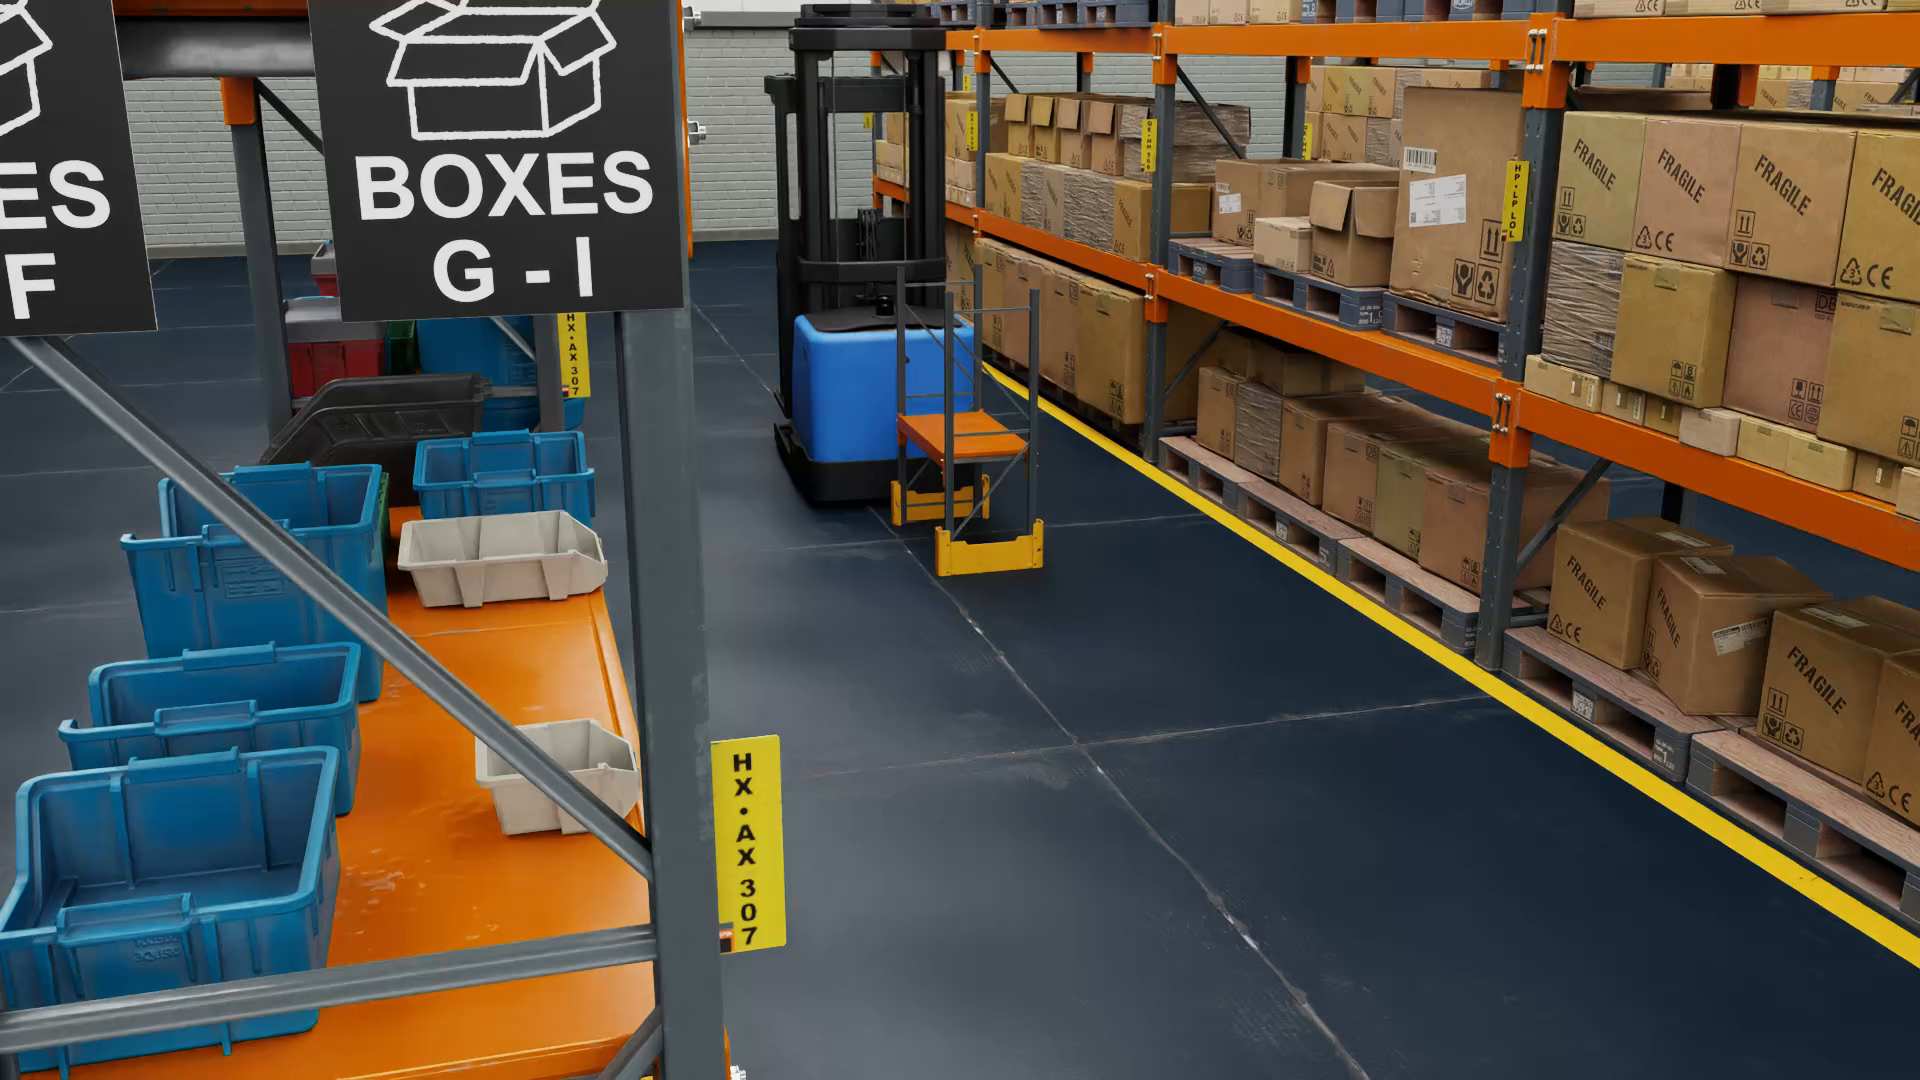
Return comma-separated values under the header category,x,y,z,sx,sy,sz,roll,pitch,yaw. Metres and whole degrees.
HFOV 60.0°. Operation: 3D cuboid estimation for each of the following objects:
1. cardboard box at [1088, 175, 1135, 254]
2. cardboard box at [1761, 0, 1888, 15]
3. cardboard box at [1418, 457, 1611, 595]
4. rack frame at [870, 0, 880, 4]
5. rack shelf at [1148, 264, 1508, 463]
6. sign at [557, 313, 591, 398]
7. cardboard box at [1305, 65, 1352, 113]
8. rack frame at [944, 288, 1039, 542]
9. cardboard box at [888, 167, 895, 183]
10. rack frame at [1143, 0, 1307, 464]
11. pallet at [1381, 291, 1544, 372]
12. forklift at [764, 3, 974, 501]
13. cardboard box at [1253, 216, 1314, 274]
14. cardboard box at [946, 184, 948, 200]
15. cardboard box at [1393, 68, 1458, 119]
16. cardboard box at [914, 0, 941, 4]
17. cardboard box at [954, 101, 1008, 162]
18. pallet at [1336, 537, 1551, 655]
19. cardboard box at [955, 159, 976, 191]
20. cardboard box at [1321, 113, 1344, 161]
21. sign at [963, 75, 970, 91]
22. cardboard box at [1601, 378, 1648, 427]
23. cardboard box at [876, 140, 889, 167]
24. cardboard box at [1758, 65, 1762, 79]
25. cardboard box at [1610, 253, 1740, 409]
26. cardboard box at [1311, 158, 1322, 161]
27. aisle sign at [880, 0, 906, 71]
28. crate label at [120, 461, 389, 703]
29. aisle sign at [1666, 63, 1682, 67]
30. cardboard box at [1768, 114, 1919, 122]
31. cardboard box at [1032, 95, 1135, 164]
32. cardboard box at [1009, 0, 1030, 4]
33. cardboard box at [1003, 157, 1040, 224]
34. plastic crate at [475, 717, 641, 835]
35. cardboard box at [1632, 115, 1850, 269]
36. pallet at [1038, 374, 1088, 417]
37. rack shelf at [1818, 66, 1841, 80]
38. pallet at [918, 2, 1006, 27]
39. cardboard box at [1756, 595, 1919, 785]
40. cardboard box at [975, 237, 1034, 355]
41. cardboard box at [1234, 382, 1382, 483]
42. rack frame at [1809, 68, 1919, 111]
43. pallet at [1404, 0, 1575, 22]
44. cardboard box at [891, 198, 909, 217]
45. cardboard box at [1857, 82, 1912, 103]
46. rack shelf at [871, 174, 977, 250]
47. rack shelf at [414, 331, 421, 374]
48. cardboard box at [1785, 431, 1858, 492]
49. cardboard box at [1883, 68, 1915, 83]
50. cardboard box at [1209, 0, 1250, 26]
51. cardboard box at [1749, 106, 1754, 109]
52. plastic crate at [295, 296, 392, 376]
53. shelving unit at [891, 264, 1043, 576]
category,x,y,z,sx,sy,sz,roll,pitch,yaw
cardboard box,1.230,-2.304,11.734,0.500,0.500,0.500,-5,17,-16
cardboard box,2.989,-1.830,5.377,0.500,0.250,0.500,-5,18,-17
cardboard box,2.687,-0.079,8.082,0.700,0.500,0.500,-6,18,-20
rack frame,-0.463,-7.087,17.402,1.000,3.000,0.127,-5,17,-15
rack shelf,2.285,-1.103,9.160,1.077,0.370,4.000,-5,17,-15
sign,-1.395,-0.676,6.006,0.100,0.325,0.005,-5,17,-15
cardboard box,4.202,-5.102,18.793,0.500,0.500,0.500,-5,17,-16
rack frame,0.163,-0.554,8.690,0.500,1.500,0.032,-5,17,-15
cardboard box,-0.540,-3.827,17.416,0.380,0.149,0.250,-5,17,-17
rack frame,1.736,-2.001,10.898,1.000,3.000,0.127,-5,17,-15
pallet,2.765,-1.025,7.985,1.003,0.211,1.213,-5,17,-15
forklift,-0.686,-2.018,11.074,1.130,2.935,3.031,-3,17,-11
cardboard box,1.975,-1.648,9.256,0.500,0.250,0.500,-5,17,-17
cardboard box,0.026,-3.259,15.523,0.380,0.149,0.250,-4,17,-14
cardboard box,4.770,-4.534,16.905,0.500,0.500,0.500,-4,17,-14
cardboard box,-0.041,-5.503,16.267,0.700,0.500,0.500,-6,18,-19
cardboard box,0.253,-3.643,14.806,0.500,0.500,0.500,-4,17,-14
pallet,2.619,0.226,8.333,1.003,0.211,1.213,-5,17,-15
cardboard box,0.263,-3.279,14.898,0.500,0.250,0.500,-5,17,-16
cardboard box,4.363,-4.476,18.448,0.500,0.500,0.500,-5,17,-15
sign,0.063,-4.921,18.195,0.100,0.325,0.005,-5,17,-15
cardboard box,2.756,-0.554,6.517,0.380,0.149,0.250,-5,17,-15
cardboard box,-0.591,-4.130,17.731,0.500,0.250,0.500,-5,17,-17
cardboard box,9.239,-5.354,19.024,0.380,0.149,0.250,-5,17,-15
cardboard box,3.003,-0.814,6.258,0.875,0.500,0.500,-5,17,-15
cardboard box,4.217,-4.275,18.906,0.380,0.149,0.250,-4,17,-13
aisle sign,-0.771,-5.455,17.879,0.394,0.787,0.004,-5,17,-15
crate label,-1.594,0.099,3.847,0.502,0.435,0.616,-5,17,-15
aisle sign,8.767,-6.239,20.490,0.394,0.787,0.004,-5,17,-15
cardboard box,3.362,-1.323,6.212,0.500,0.500,0.500,-5,17,-15
cardboard box,0.997,-3.269,13.202,0.797,0.503,0.637,-5,17,-15
cardboard box,0.805,-4.633,13.544,0.700,0.500,0.500,-4,17,-14
cardboard box,0.661,-2.869,13.615,0.500,0.500,0.500,-5,17,-15
plastic crate,-0.765,0.457,3.175,0.298,0.136,0.250,-5,17,-15
cardboard box,2.853,-1.281,6.073,0.500,0.500,0.500,-5,17,-15
pallet,1.260,-1.226,13.167,1.003,0.211,1.213,-5,17,-15
rack shelf,7.082,-2.904,9.941,1.077,0.370,4.000,-5,17,-15
pallet,0.090,-5.065,16.041,1.003,0.211,1.213,-5,17,-15
cardboard box,3.317,0.539,6.059,0.500,0.500,0.500,-6,18,-20
cardboard box,0.831,-2.115,14.243,1.225,0.875,0.875,-5,17,-15
cardboard box,2.104,-0.678,10.076,0.700,0.500,0.500,-6,18,-20
rack frame,6.532,-2.365,12.111,1.000,3.000,0.127,-5,17,-15
pallet,2.768,-2.420,7.407,1.213,0.211,1.003,-5,17,-15
cardboard box,-0.210,-3.226,17.942,0.875,0.875,0.875,-5,17,-15
cardboard box,9.770,-4.526,17.394,0.500,0.500,0.500,-5,17,-16
rack shelf,0.087,-3.316,16.527,1.077,0.370,4.000,-5,17,-15
rack shelf,-2.477,-0.711,7.857,1.077,0.370,4.000,-5,17,-15
cardboard box,3.030,-0.277,5.596,0.380,0.149,0.250,-5,17,-15
cardboard box,9.774,-4.788,17.138,0.380,0.149,0.250,-5,17,-16
cardboard box,1.761,-3.073,9.516,0.500,0.250,0.500,-4,17,-14
cardboard box,9.221,-5.084,19.252,0.500,0.500,0.500,-5,17,-16
plastic crate,-2.530,-0.776,6.848,0.392,0.384,0.575,-5,17,-15
shelving unit,0.021,-0.697,9.166,0.587,1.500,1.083,-5,17,-15
